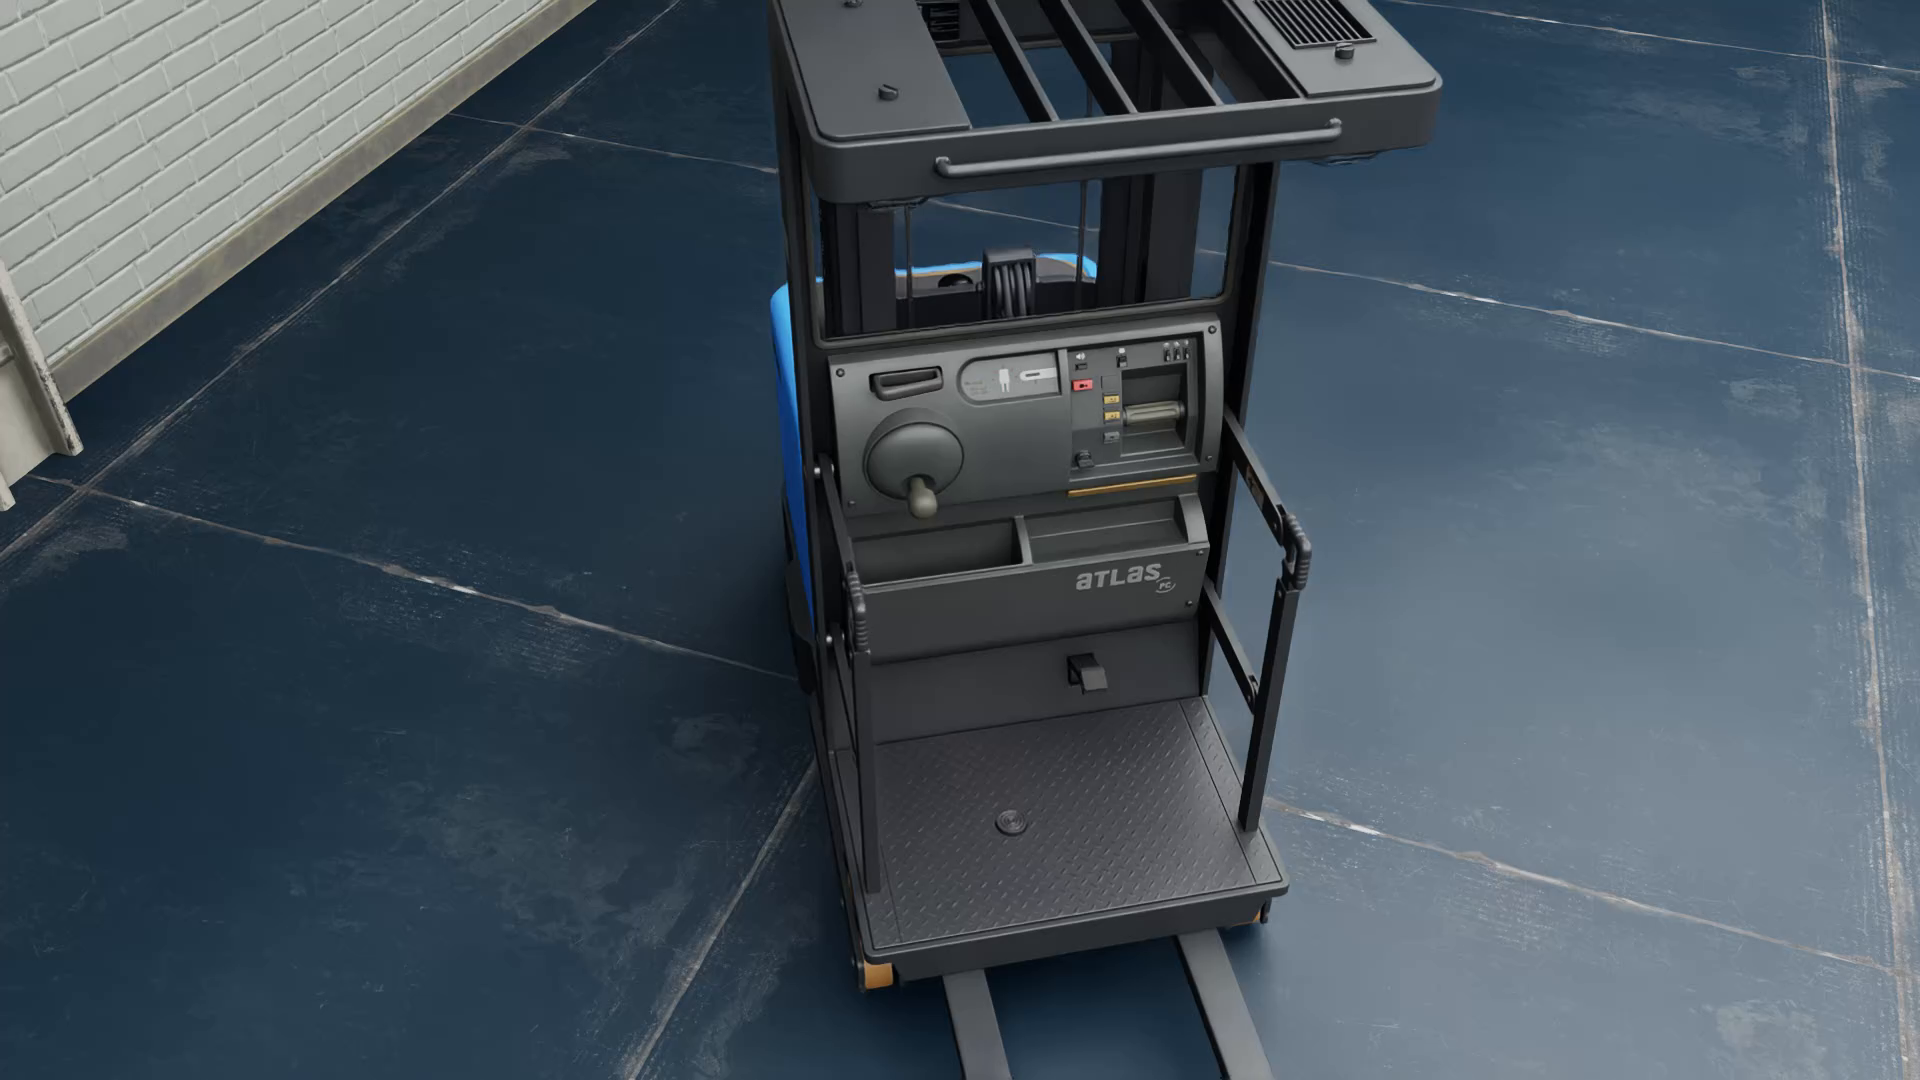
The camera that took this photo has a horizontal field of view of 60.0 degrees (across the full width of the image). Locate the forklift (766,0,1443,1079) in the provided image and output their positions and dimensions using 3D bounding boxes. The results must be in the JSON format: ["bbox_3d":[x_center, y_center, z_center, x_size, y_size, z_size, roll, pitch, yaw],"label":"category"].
[{"bbox_3d":[0.210,-0.207,3.734,1.130,2.935,3.031,-8,41,-9],"label":"forklift"}]

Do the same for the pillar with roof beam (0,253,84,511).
[{"bbox_3d":[0.598,-2.723,2.008,9.100,9.000,0.400,13,42,15],"label":"pillar with roof beam"}]
